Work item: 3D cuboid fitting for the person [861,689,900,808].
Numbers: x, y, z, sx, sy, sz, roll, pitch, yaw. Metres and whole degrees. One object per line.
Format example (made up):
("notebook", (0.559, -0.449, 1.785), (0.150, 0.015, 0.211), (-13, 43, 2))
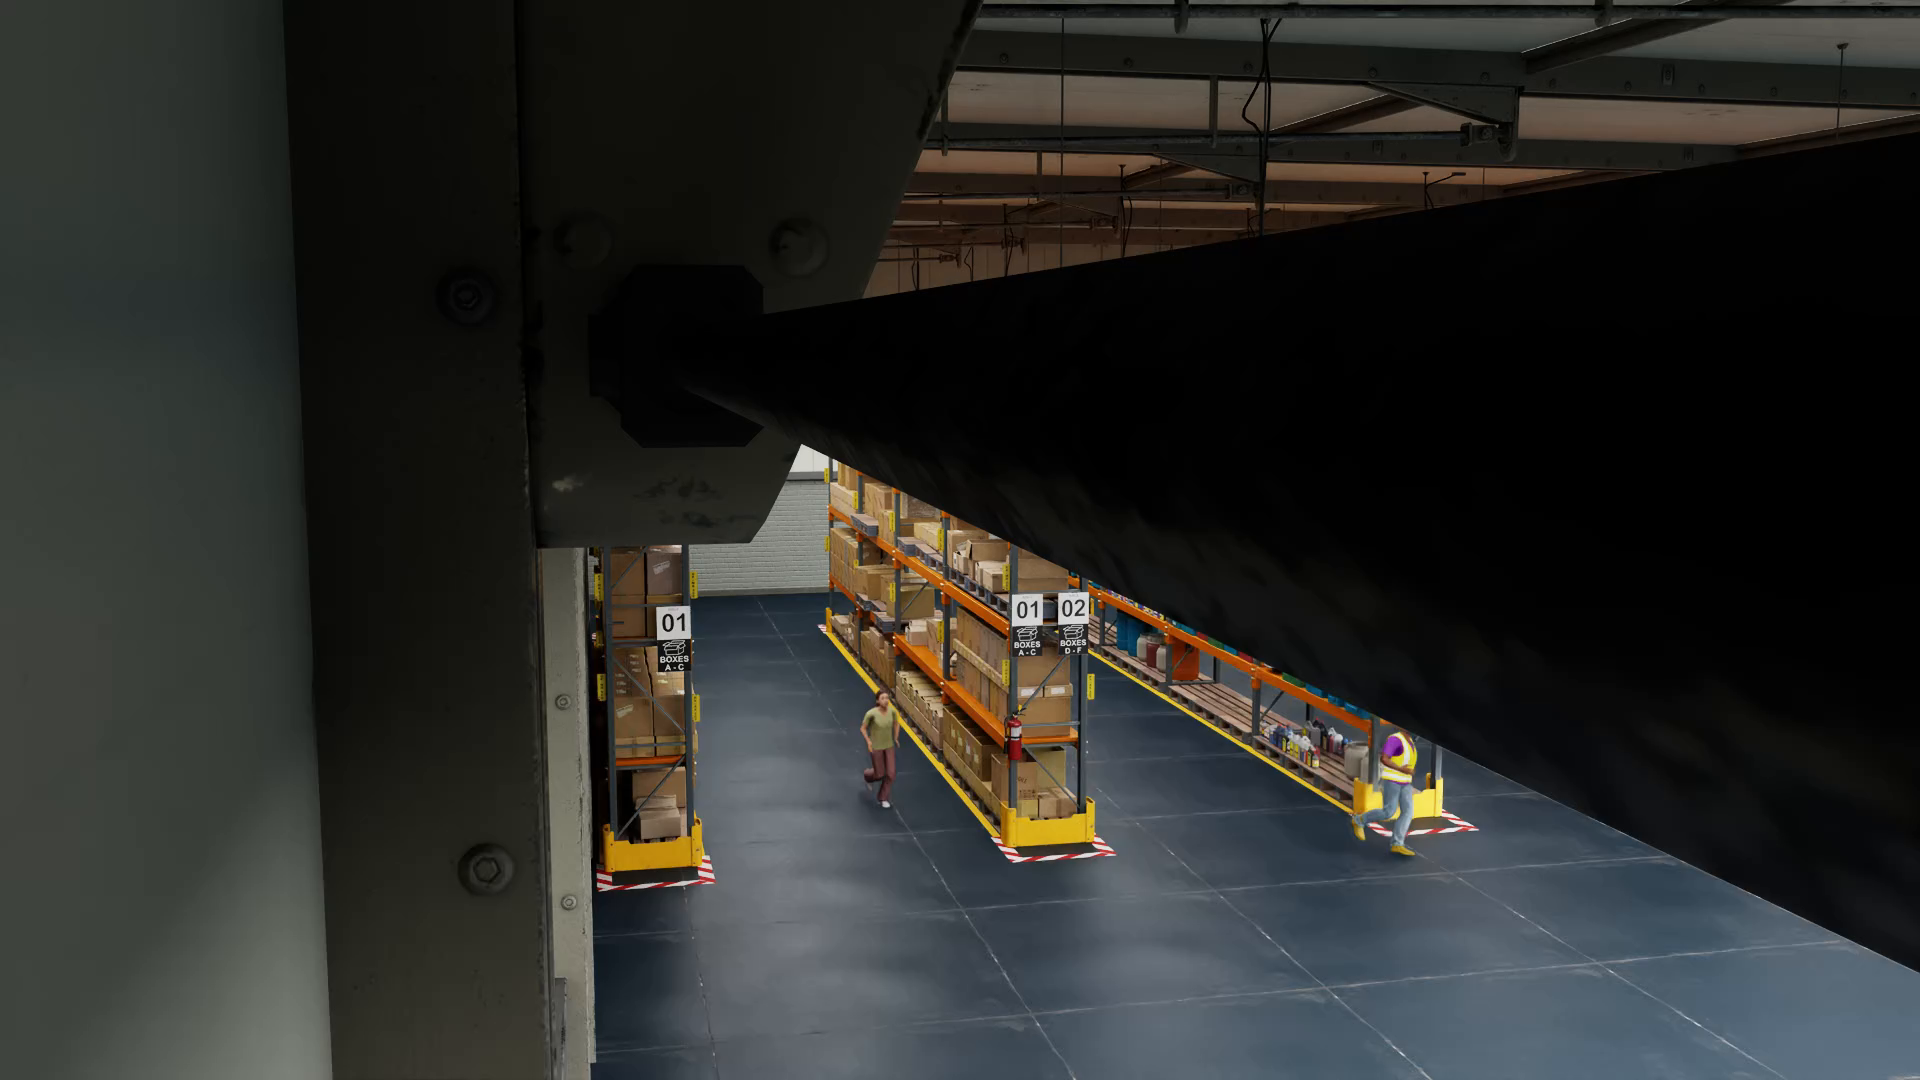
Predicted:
("person", (-1.098, 2.828, 22.838), (0.569, 1.621, 0.622), (-3, 7, -25))

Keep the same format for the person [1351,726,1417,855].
("person", (5.464, 3.017, 20.909), (0.877, 1.703, 0.712), (6, 9, 43))
